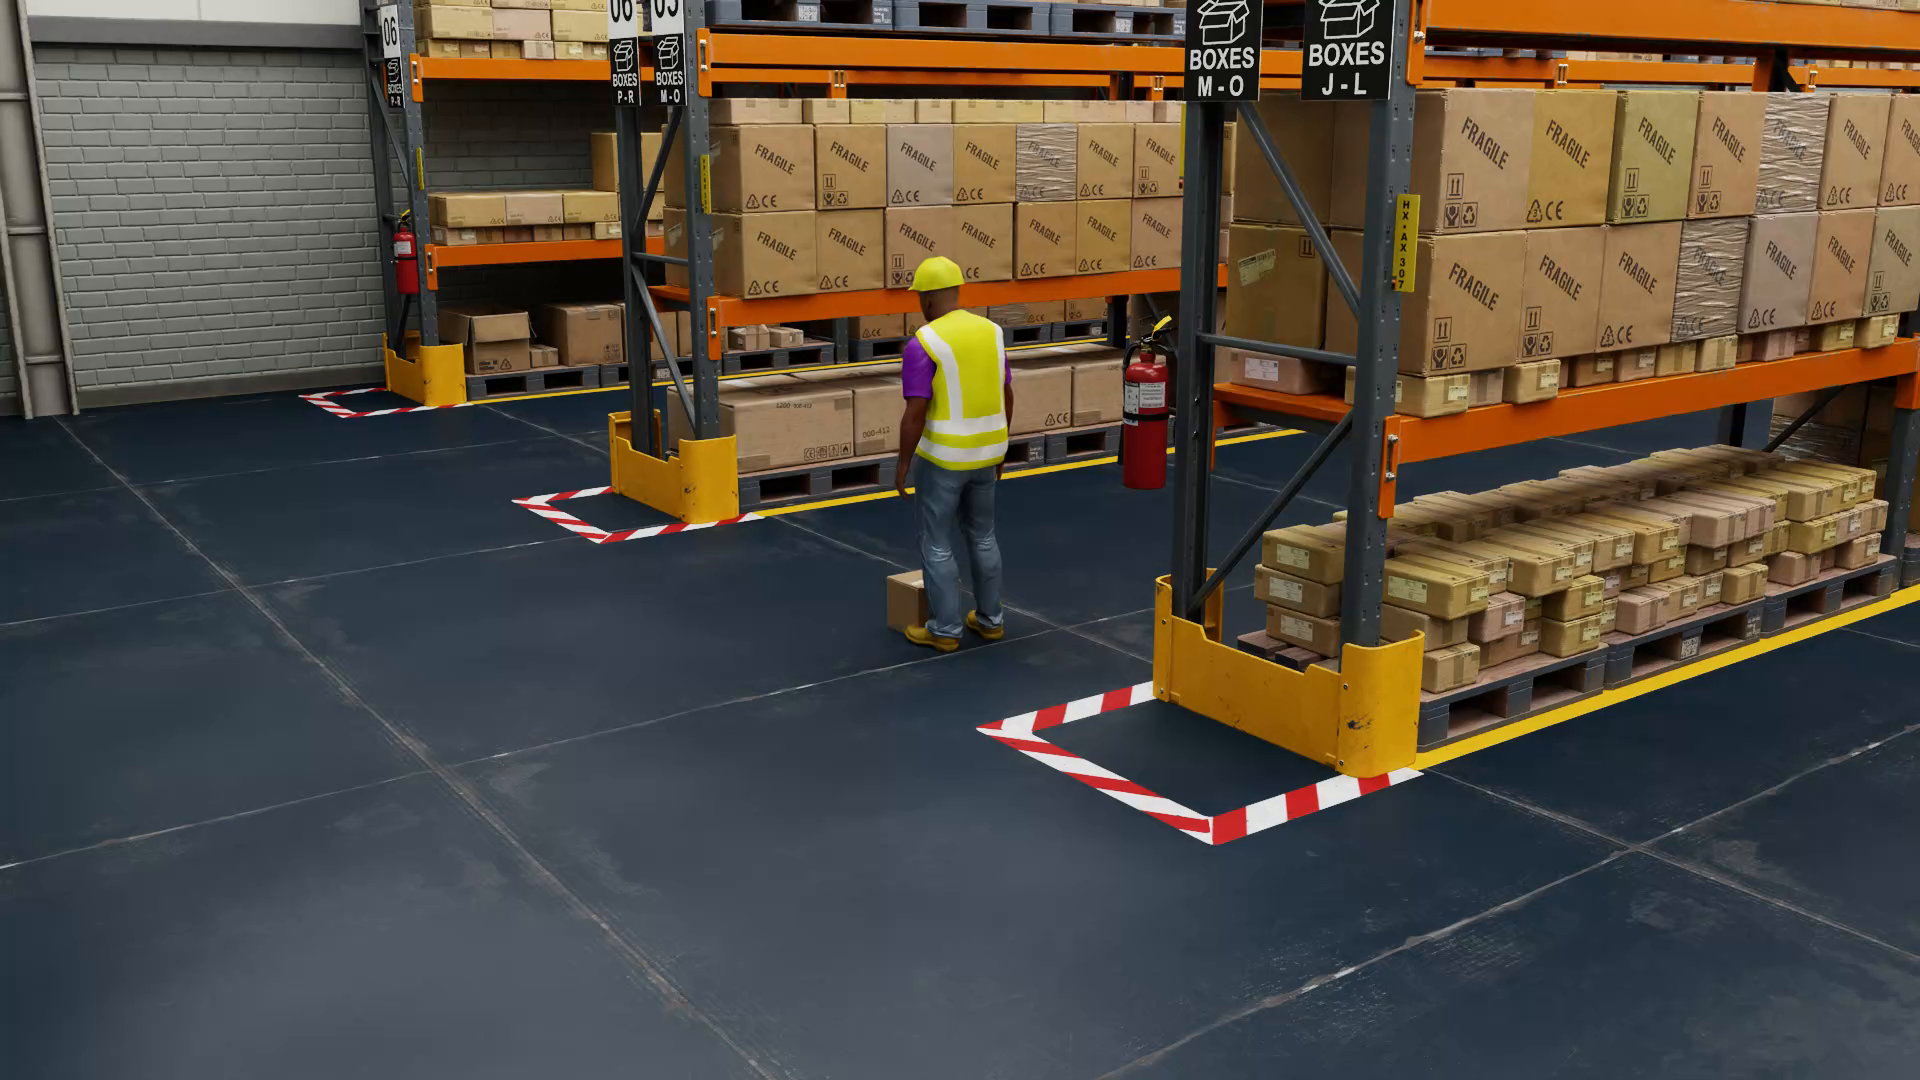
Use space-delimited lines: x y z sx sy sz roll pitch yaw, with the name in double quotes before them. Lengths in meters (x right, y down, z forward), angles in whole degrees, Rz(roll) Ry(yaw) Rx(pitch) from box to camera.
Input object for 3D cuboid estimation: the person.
"person" -0.033 -0.385 7.475 0.632 1.759 0.461 -12 18 -38
